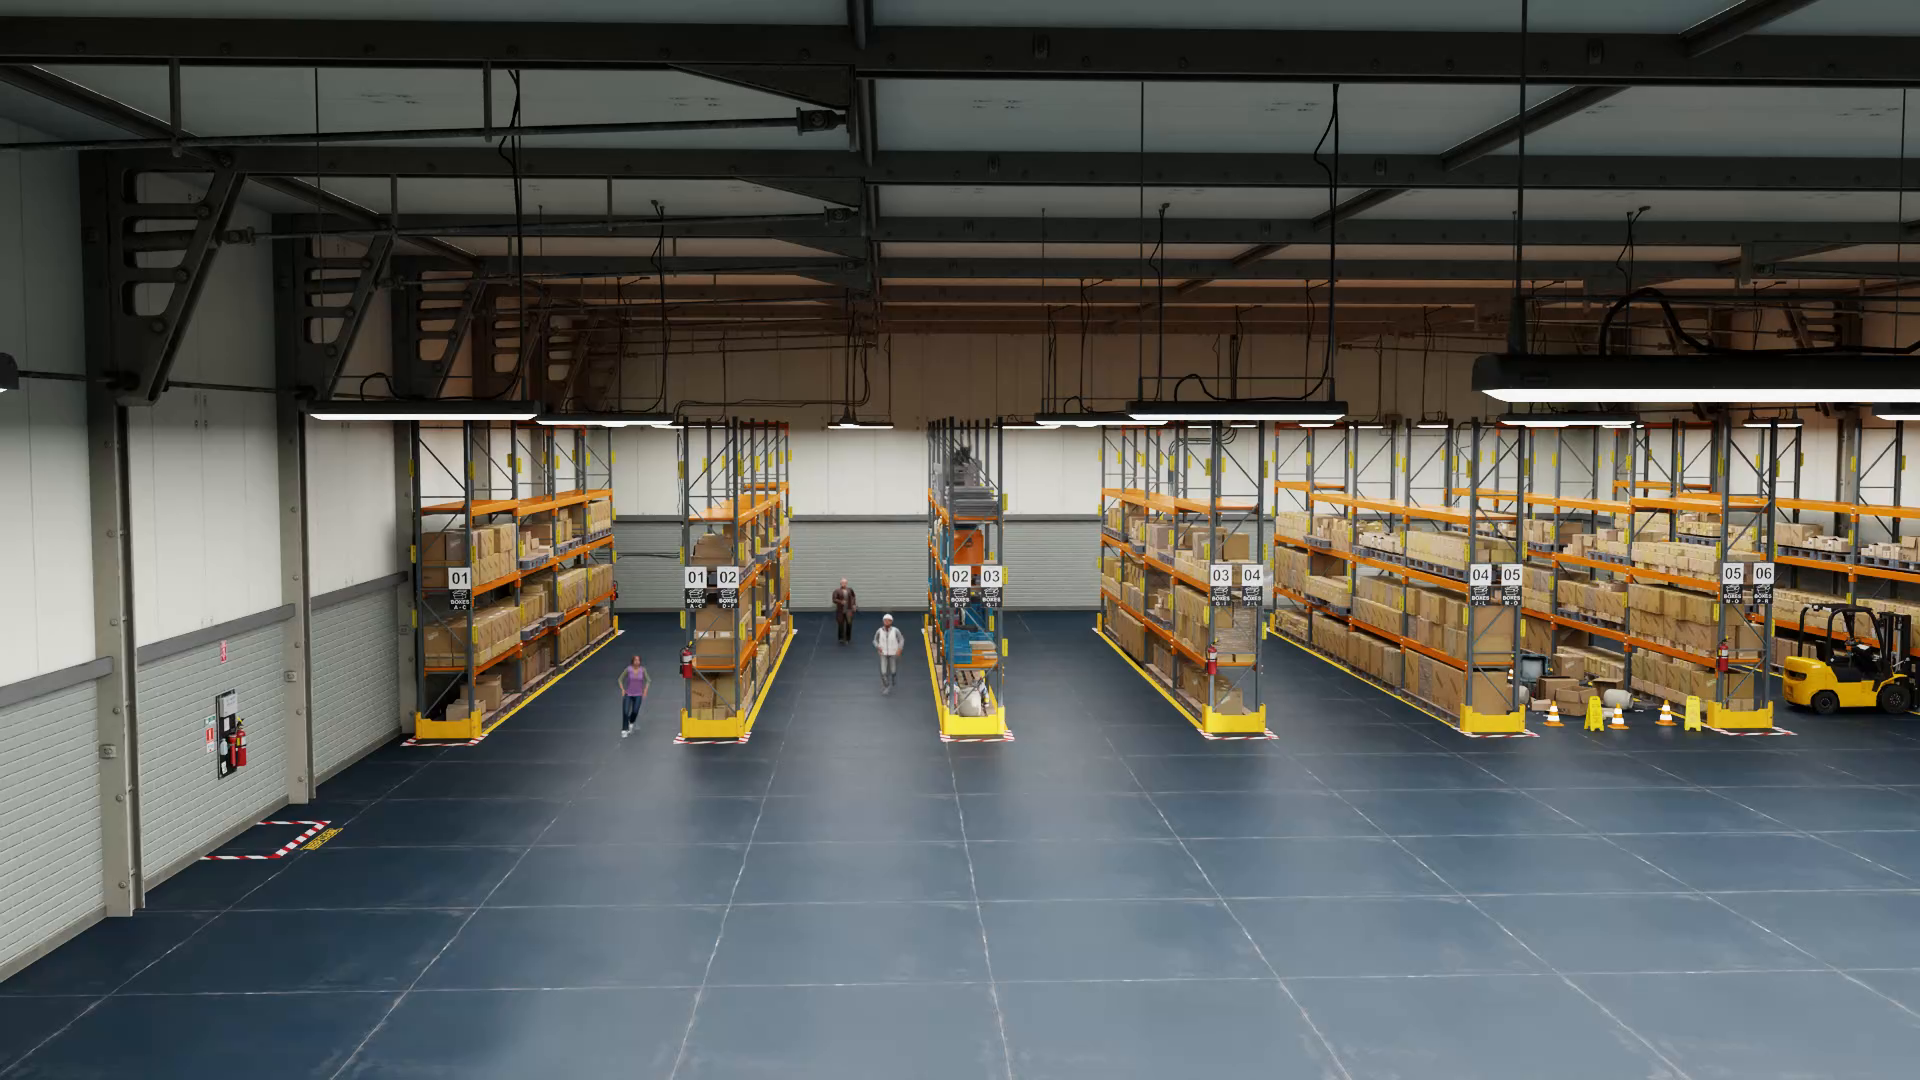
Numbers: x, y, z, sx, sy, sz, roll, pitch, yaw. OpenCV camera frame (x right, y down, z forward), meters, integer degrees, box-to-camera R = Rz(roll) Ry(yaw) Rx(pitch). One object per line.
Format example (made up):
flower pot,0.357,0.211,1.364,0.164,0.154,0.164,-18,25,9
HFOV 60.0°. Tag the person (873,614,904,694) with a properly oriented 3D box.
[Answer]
person,-1.572,2.493,36.402,0.691,1.736,0.594,0,4,0

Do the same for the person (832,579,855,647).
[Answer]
person,-3.091,1.948,44.384,0.668,1.834,0.906,-1,4,-12

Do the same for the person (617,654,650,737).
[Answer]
person,-6.120,2.924,31.203,0.603,1.549,0.465,-1,4,-10

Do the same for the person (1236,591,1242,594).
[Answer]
person,7.785,1.849,45.669,0.685,1.800,0.872,0,4,-2
